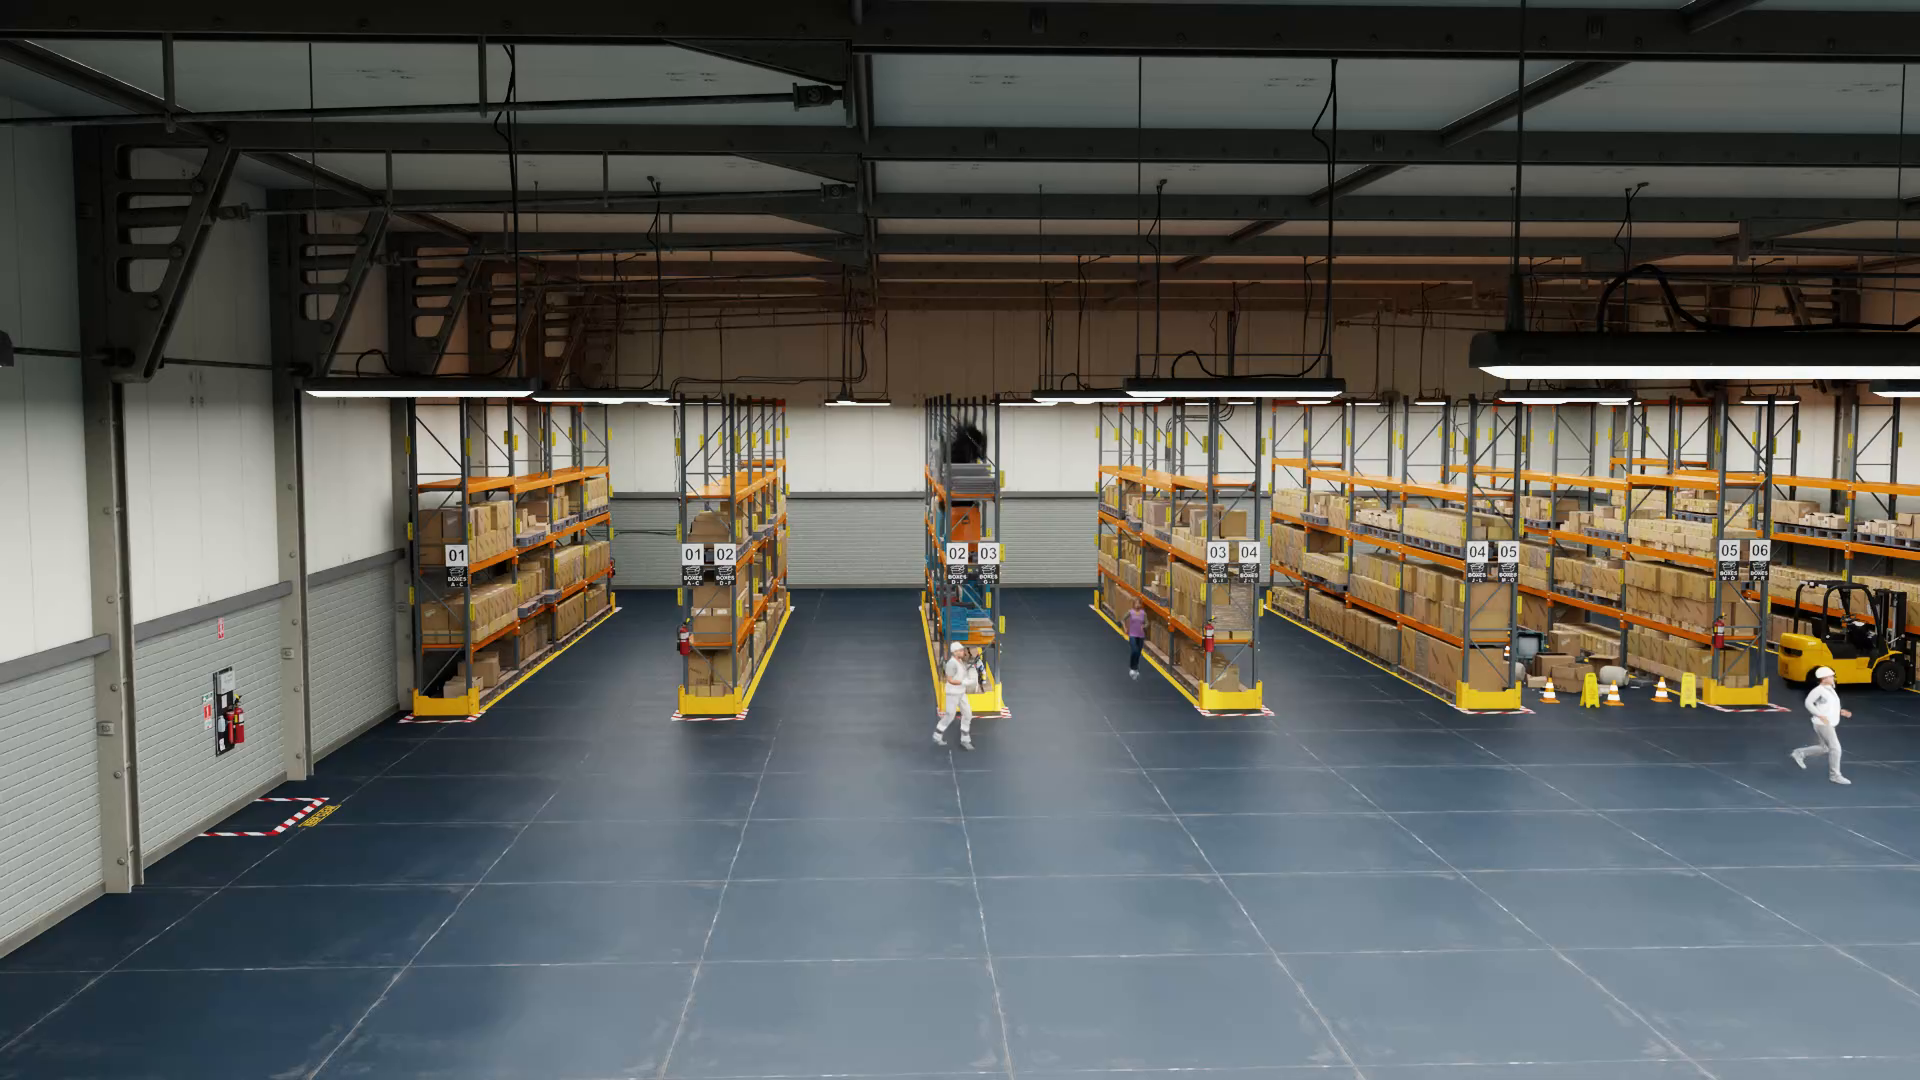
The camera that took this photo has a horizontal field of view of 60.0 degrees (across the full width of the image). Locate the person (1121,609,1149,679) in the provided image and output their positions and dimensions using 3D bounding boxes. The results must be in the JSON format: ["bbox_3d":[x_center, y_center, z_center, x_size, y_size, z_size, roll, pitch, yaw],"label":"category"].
[{"bbox_3d":[3.550,2.096,33.647,0.506,1.408,0.554,-1,5,-11],"label":"person"}]

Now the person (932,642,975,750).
[{"bbox_3d":[-0.083,2.633,27.930,0.781,1.863,0.685,2,5,23],"label":"person"}]

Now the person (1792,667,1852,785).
[{"bbox_3d":[13.278,2.833,25.604,0.880,1.772,0.662,4,6,41],"label":"person"}]
